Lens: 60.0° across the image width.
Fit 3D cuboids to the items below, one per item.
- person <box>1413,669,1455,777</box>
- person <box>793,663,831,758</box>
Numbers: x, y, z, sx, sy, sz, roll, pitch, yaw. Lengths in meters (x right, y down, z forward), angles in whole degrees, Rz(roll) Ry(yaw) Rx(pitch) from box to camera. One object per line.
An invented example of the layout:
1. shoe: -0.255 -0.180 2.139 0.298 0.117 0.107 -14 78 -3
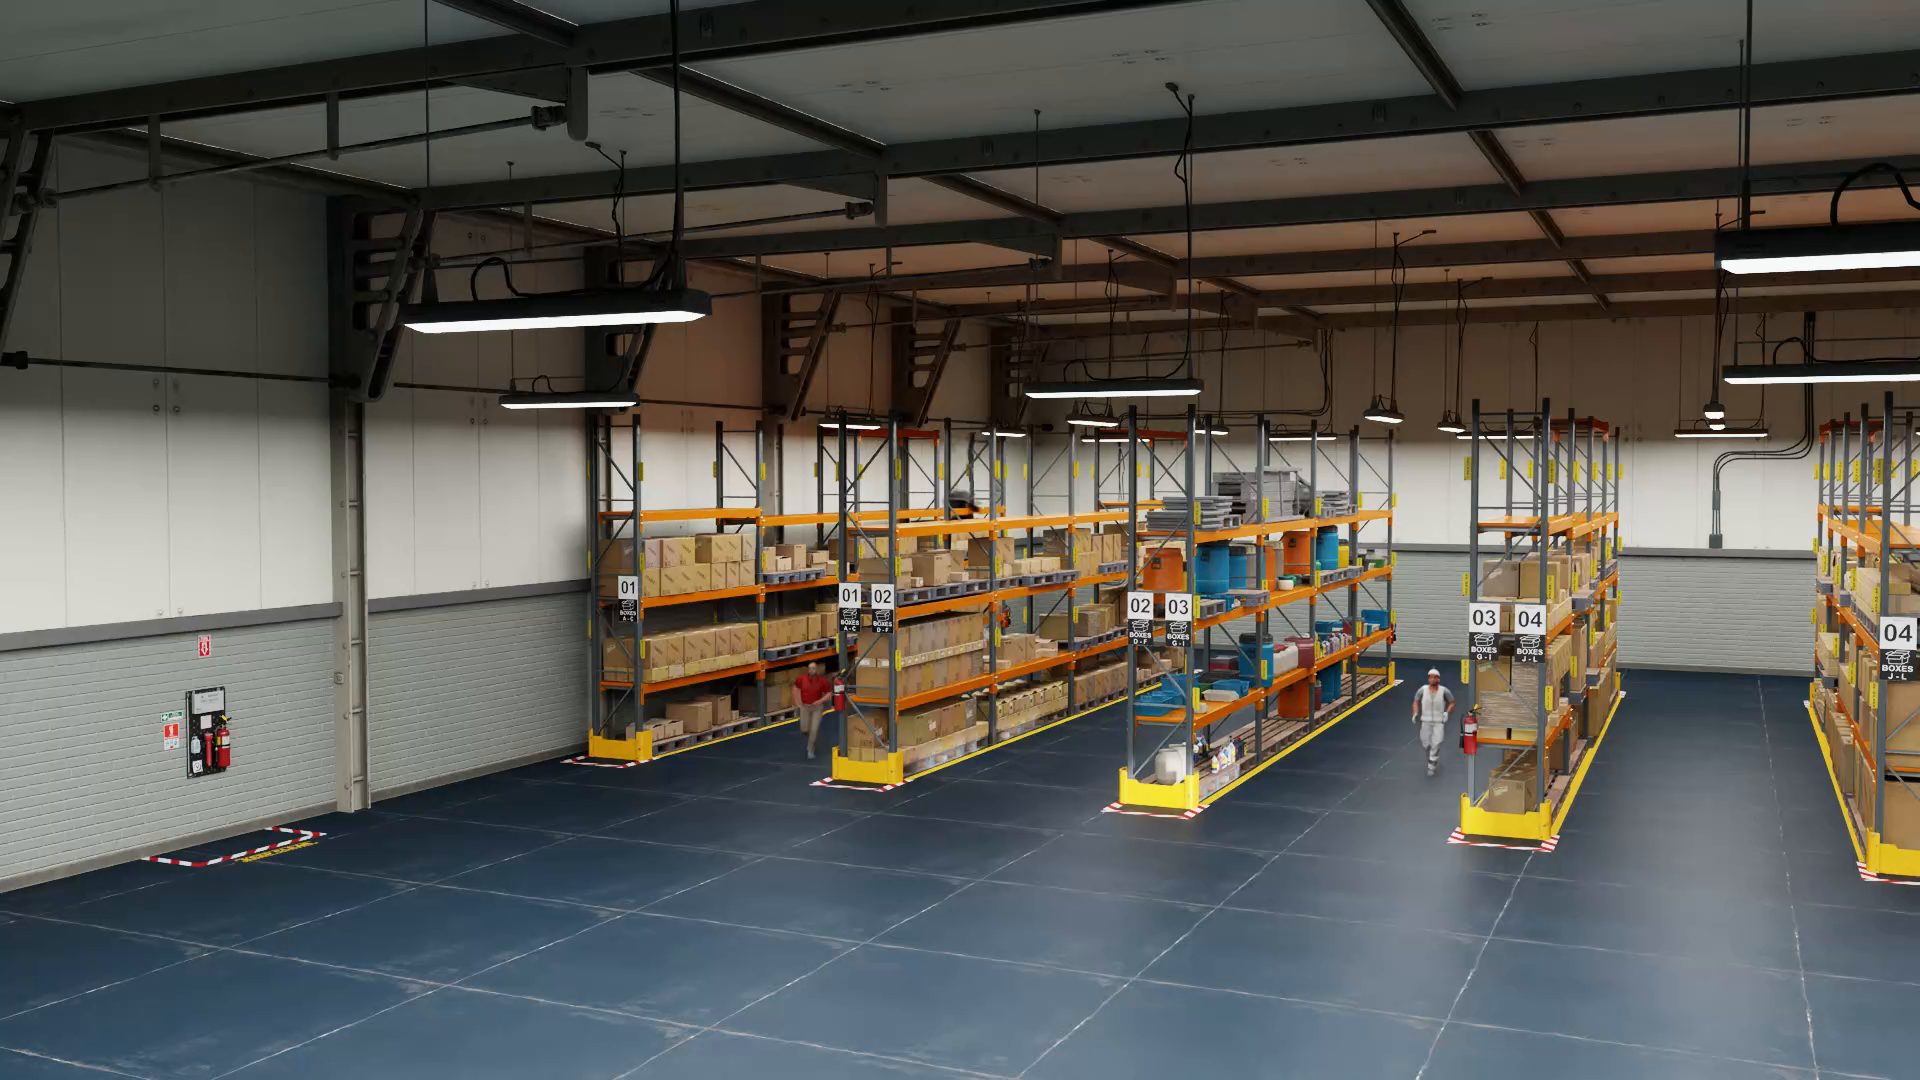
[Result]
1. person: 7.853 3.011 27.556 0.670 1.752 0.603 1 2 20
2. person: -2.606 2.978 29.199 0.702 1.676 0.705 0 2 7
